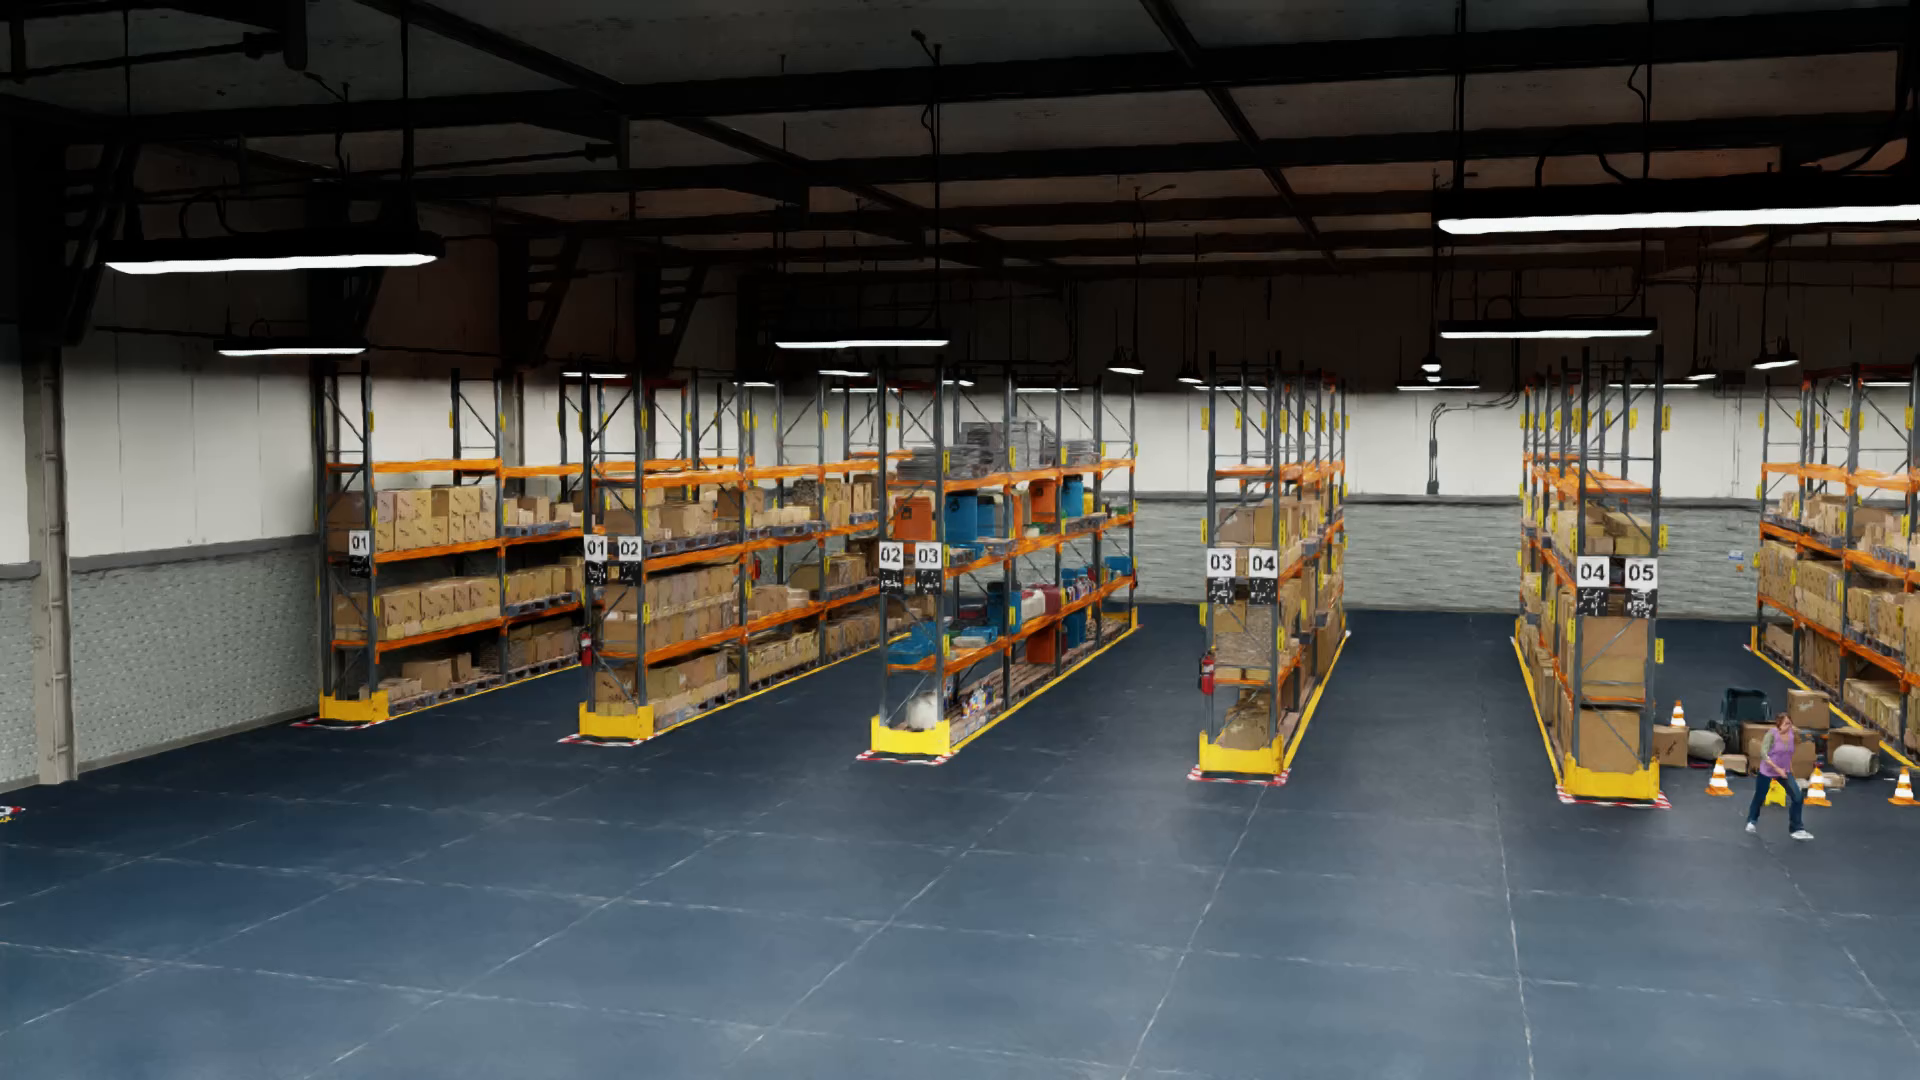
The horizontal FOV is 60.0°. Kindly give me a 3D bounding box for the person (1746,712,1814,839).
[{"bbox_3d":[9.828,2.801,19.993,0.574,1.535,0.749,0,4,-4],"label":"person"}]
